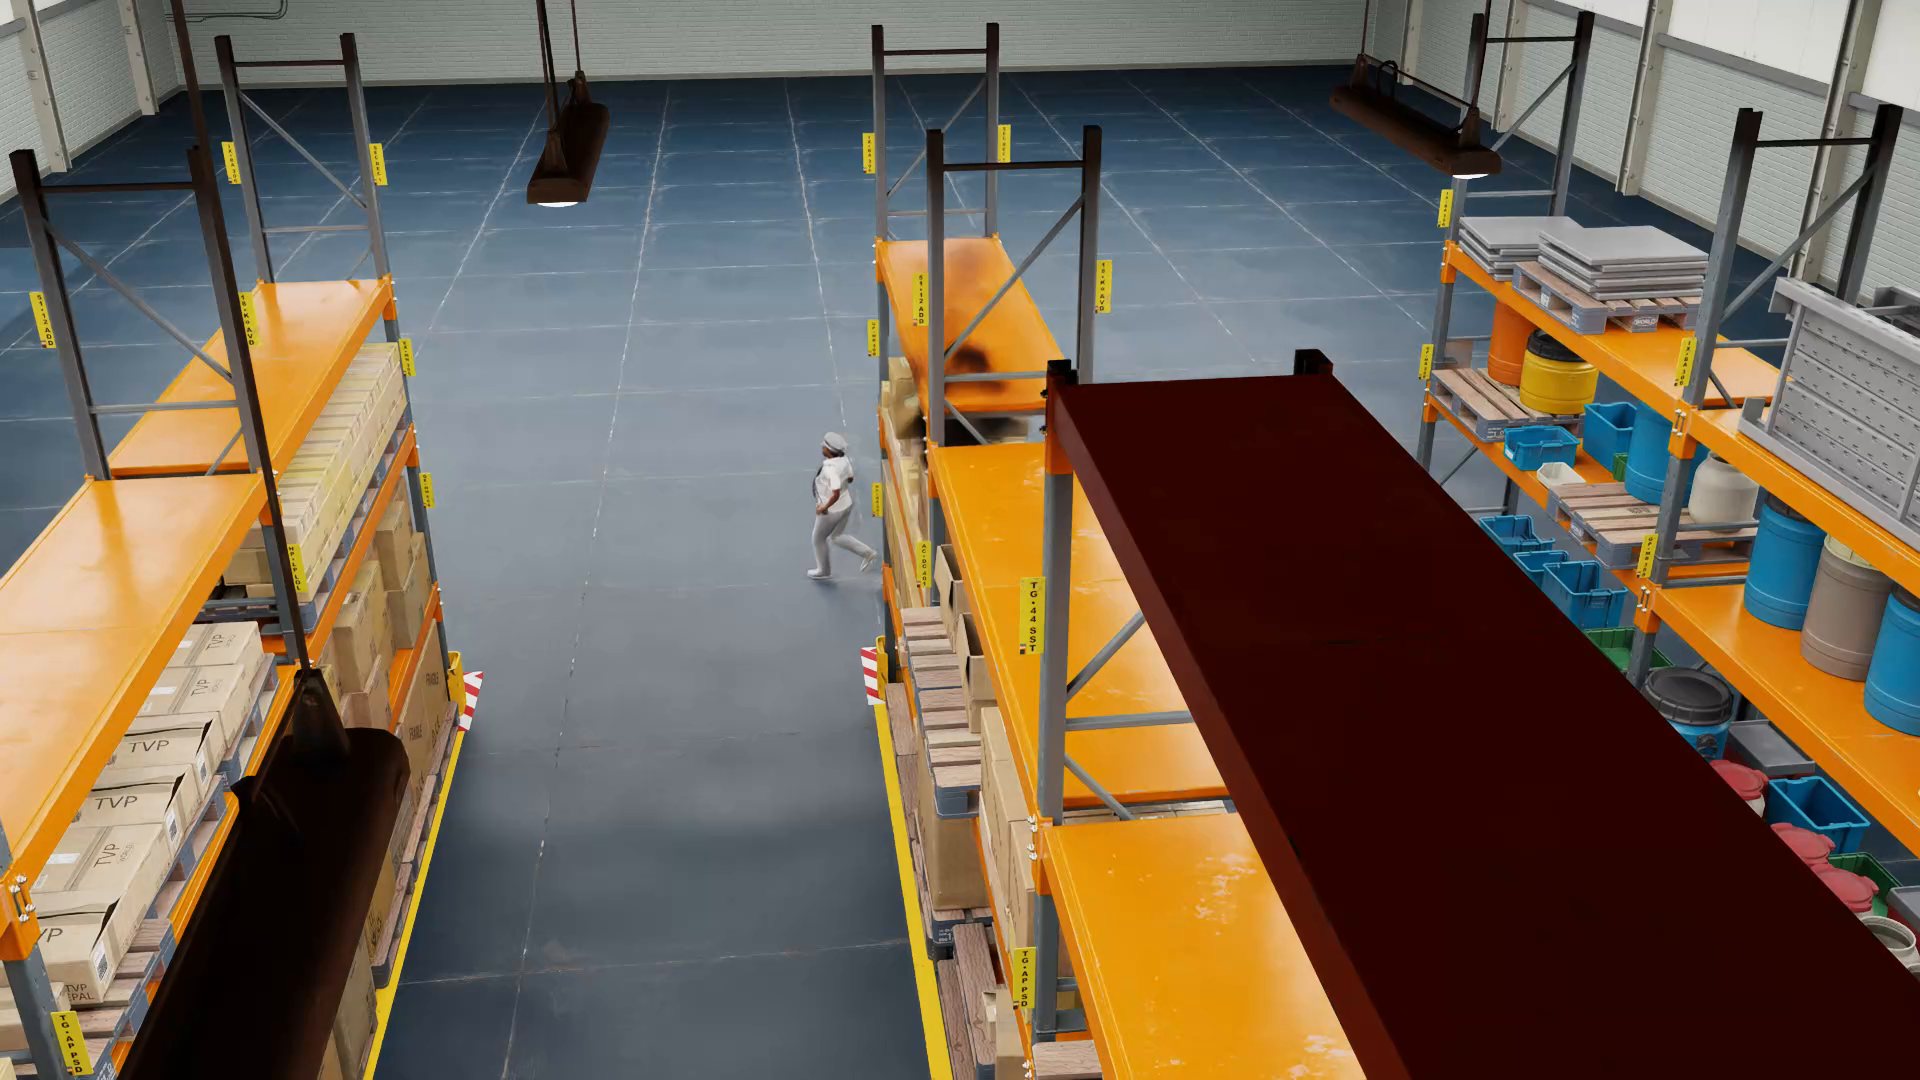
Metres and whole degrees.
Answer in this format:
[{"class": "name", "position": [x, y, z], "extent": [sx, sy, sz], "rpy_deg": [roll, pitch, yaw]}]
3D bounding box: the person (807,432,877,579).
[{"class": "person", "position": [-1.264, -0.317, 17.260], "extent": [0.792, 1.686, 0.581], "rpy_deg": [11, 27, 21]}]
